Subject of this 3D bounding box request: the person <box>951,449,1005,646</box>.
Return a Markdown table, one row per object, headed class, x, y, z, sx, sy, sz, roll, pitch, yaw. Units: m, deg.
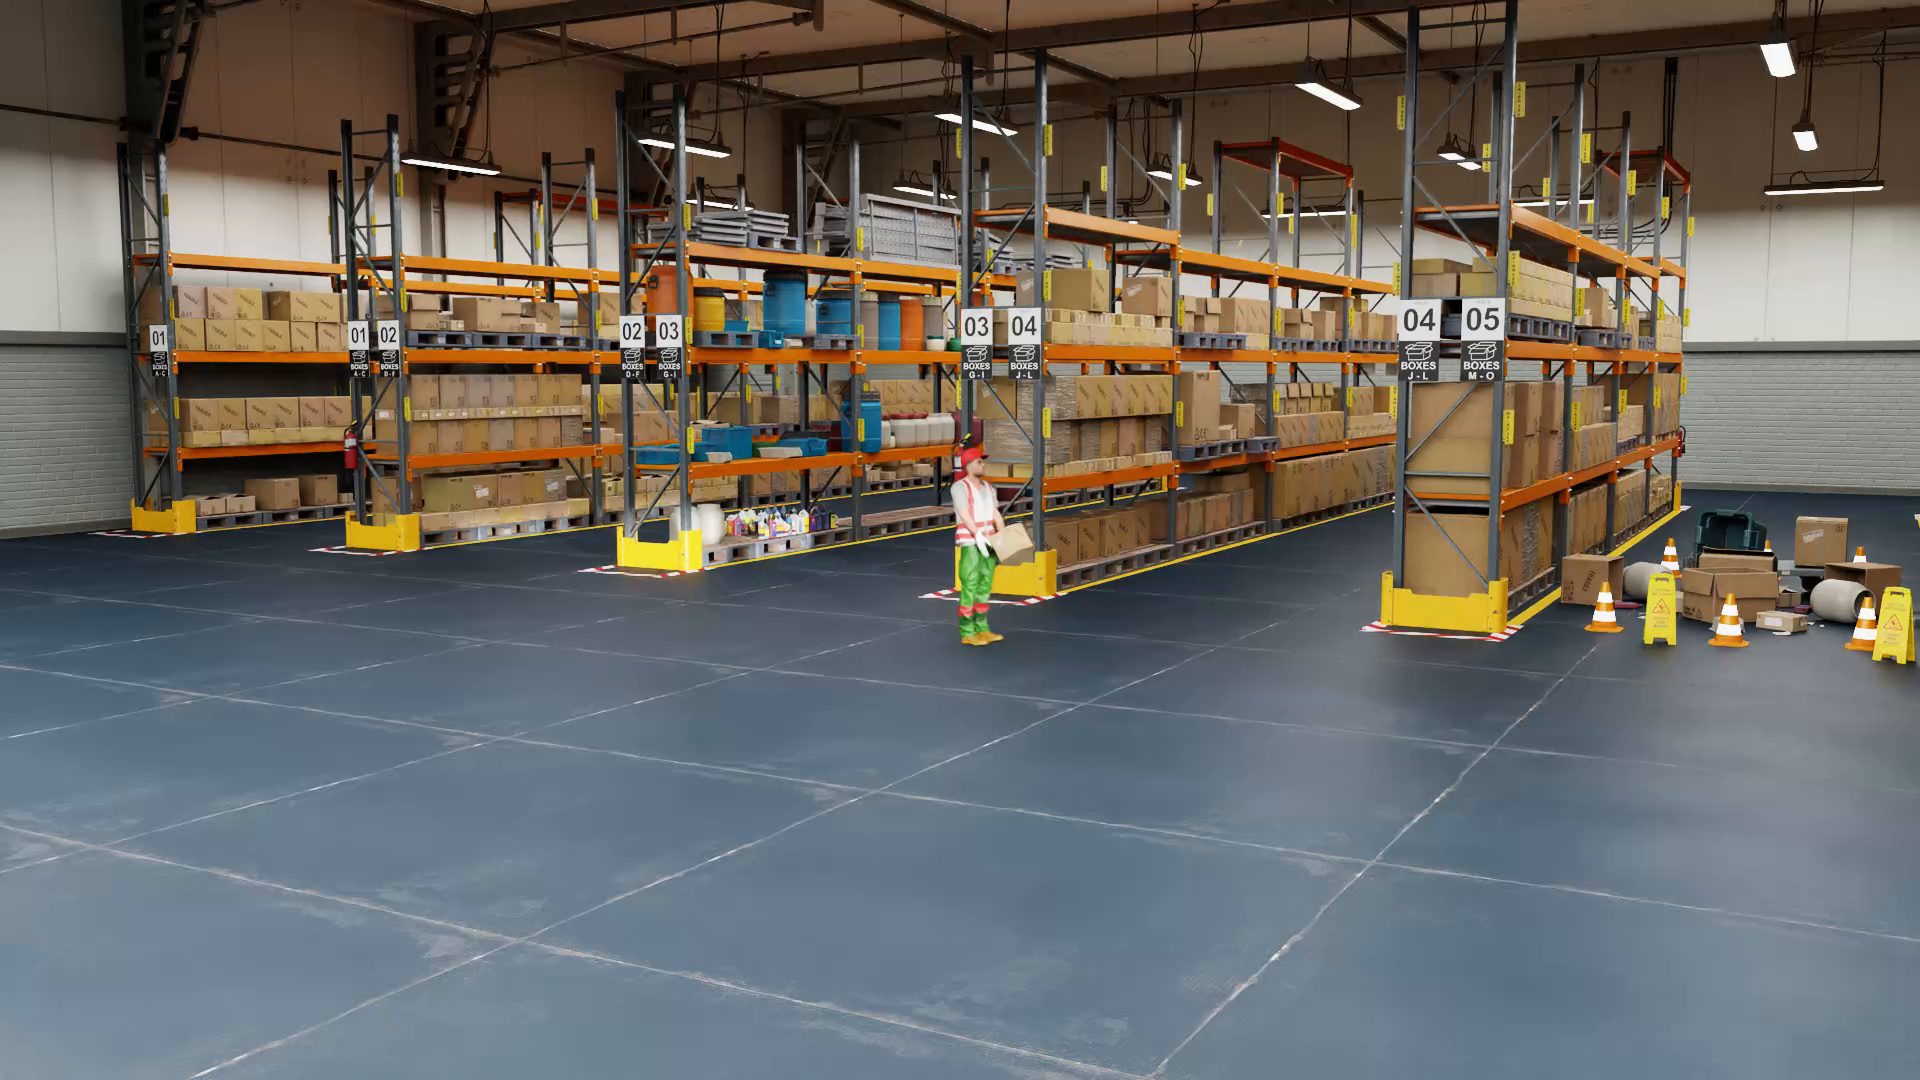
| class | x | y | z | sx | sy | sz | roll | pitch | yaw |
| --- | --- | --- | --- | --- | --- | --- | --- | --- | --- |
| person | 0.215 | 0.057 | 15.365 | 0.514 | 1.793 | 0.526 | -6 | 8 | -44 |
